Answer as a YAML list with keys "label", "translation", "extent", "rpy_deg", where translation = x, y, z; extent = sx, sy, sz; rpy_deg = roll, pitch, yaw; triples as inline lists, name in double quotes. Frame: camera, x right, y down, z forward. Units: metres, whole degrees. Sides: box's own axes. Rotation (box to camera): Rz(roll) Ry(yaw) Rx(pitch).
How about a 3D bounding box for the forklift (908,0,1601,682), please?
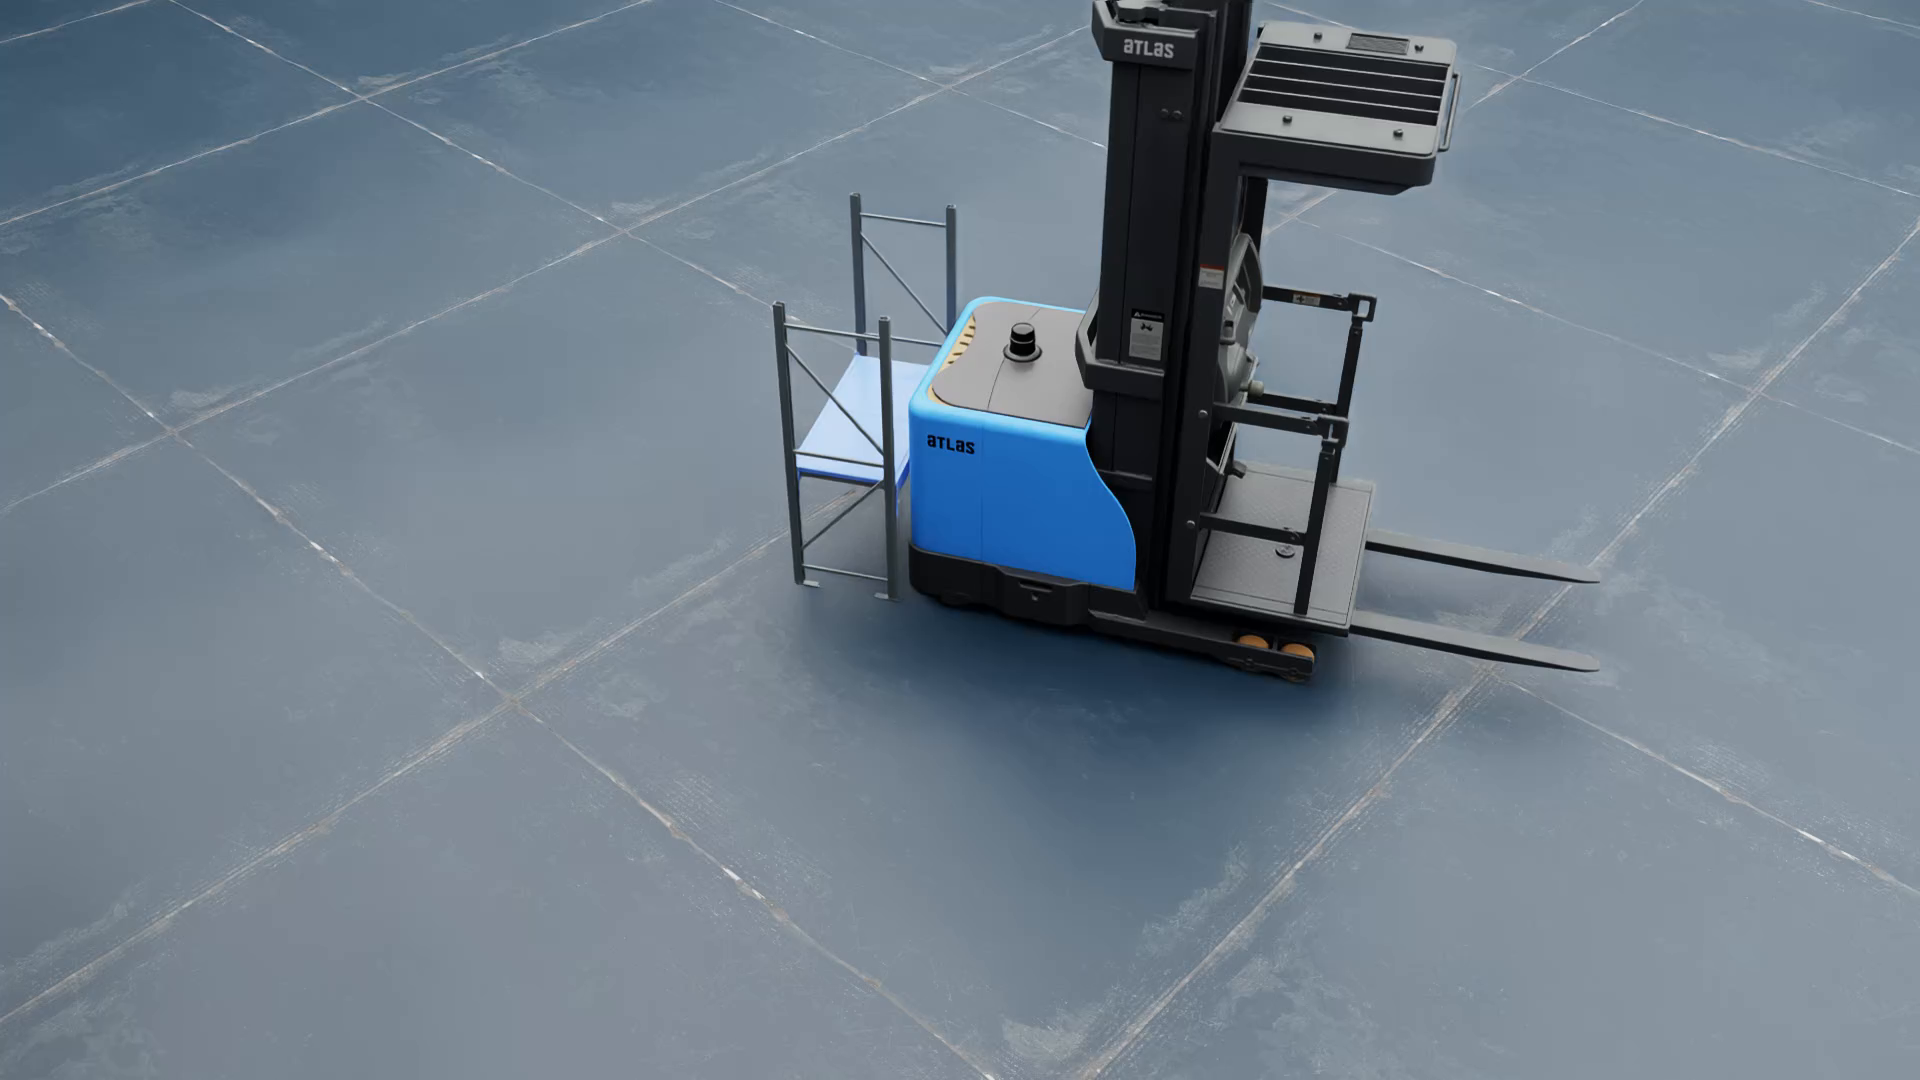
- label: "forklift"
  translation: [1.340, -0.901, 6.812]
  extent: [3.031, 2.935, 1.130]
  rpy_deg: [11, 40, 13]

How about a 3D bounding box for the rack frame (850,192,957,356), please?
- label: "rack frame"
  translation: [-0.260, -0.962, 8.038]
  extent: [0.500, 1.500, 0.032]
  rpy_deg: [10, 39, 12]

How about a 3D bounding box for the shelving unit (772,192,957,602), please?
- label: "shelving unit"
  translation: [-0.393, -0.656, 7.654]
  extent: [0.538, 1.500, 1.048]
  rpy_deg: [10, 39, 12]

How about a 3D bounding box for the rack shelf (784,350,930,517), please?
- label: "rack shelf"
  translation: [-0.393, -0.516, 7.766]
  extent: [0.538, 0.185, 1.000]
  rpy_deg: [10, 39, 12]

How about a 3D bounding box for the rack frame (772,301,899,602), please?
- label: "rack frame"
  translation: [-0.527, -0.351, 7.270]
  extent: [0.500, 1.500, 0.032]
  rpy_deg: [10, 39, 12]
